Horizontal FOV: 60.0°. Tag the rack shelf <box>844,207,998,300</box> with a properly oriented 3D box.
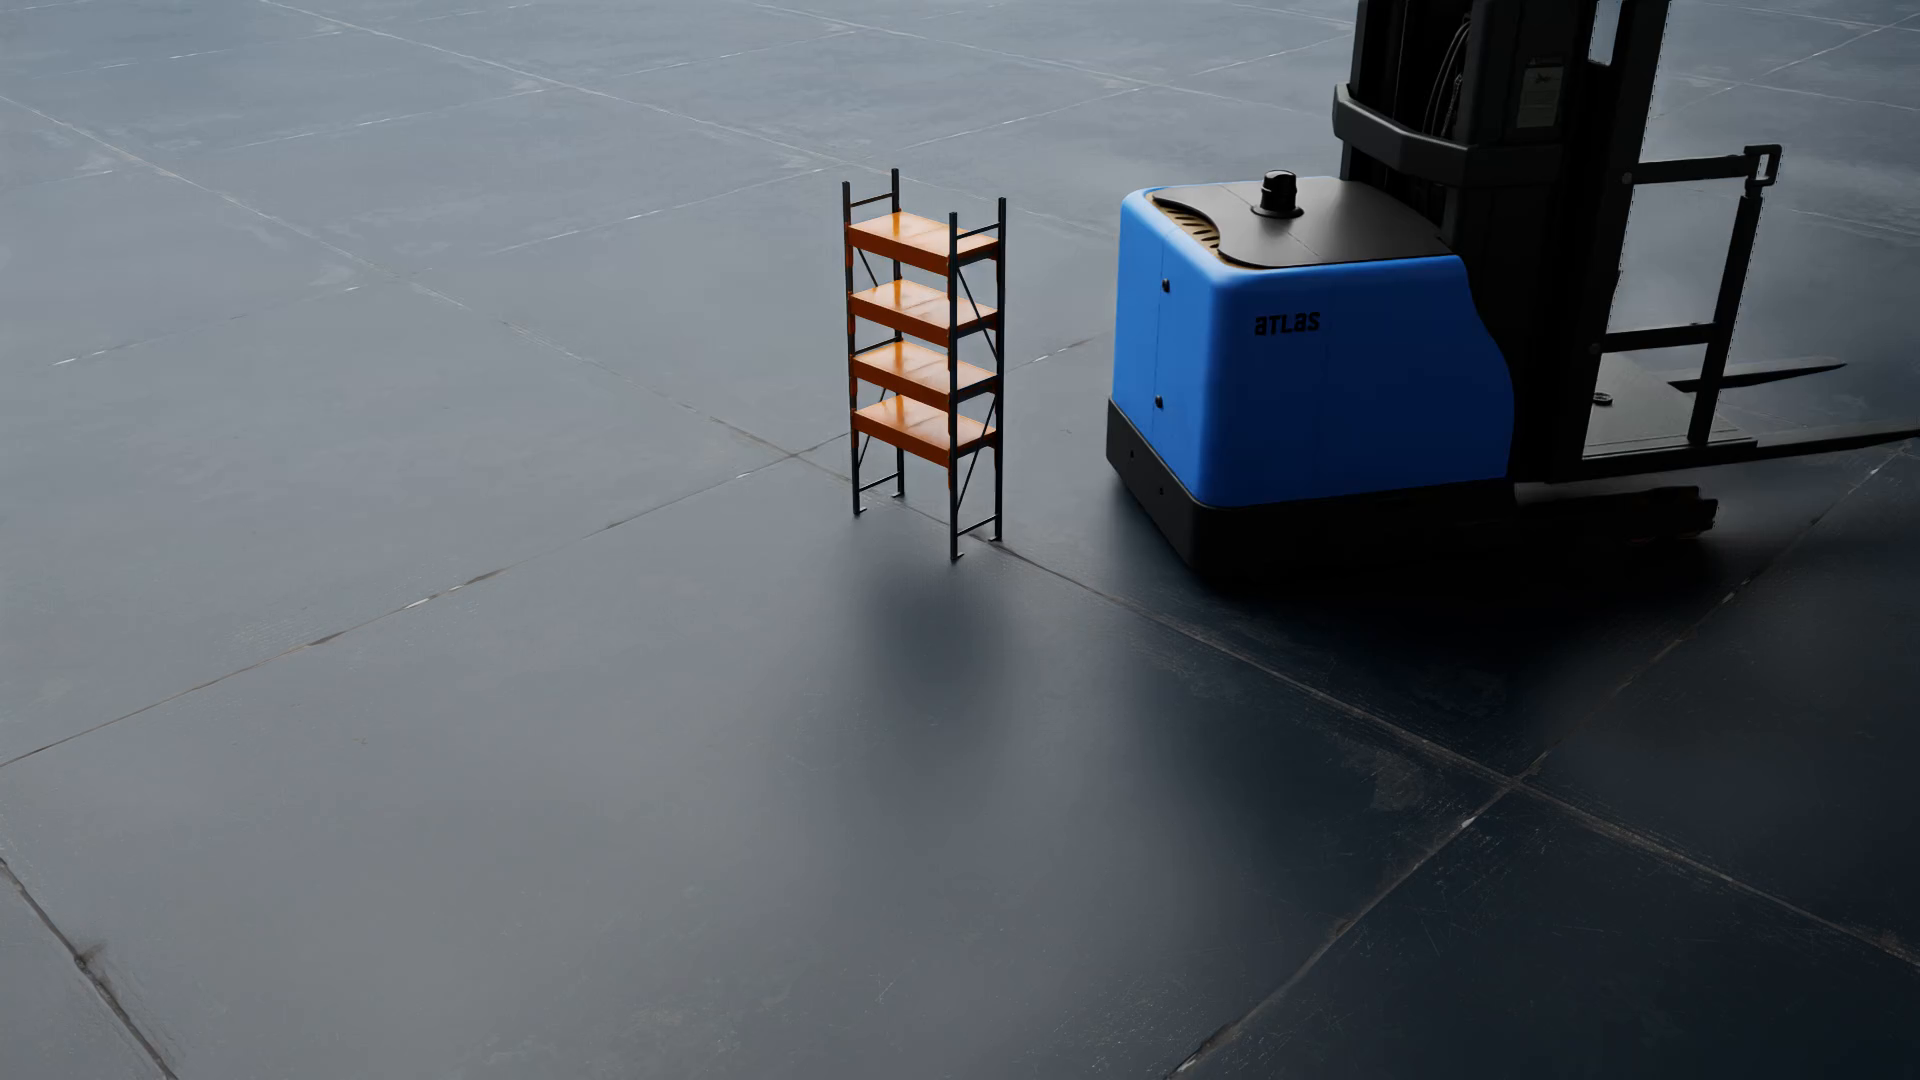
[{"bbox_3d":[-0.118,-0.933,5.391,0.480,0.148,0.258,25,36,38],"label":"rack shelf"}]

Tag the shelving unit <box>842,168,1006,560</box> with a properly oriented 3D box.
[{"bbox_3d":[-0.118,-0.585,5.573,0.503,1.200,0.258,25,36,38],"label":"shelving unit"}]

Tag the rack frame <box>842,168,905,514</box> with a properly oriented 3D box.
[{"bbox_3d":[-0.292,-0.665,5.725,0.015,1.200,0.240,25,36,38],"label":"rack frame"}]

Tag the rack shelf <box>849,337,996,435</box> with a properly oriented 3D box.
[{"bbox_3d":[-0.118,-0.526,5.605,0.480,0.148,0.258,25,36,38],"label":"rack shelf"}]

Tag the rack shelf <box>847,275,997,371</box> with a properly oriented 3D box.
[{"bbox_3d":[-0.118,-0.724,5.501,0.480,0.148,0.258,25,36,38],"label":"rack shelf"}]

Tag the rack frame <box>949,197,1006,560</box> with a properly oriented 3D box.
[{"bbox_3d":[0.056,-0.505,5.422,0.015,1.200,0.240,25,36,38],"label":"rack frame"}]

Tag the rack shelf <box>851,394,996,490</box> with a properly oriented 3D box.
[{"bbox_3d":[-0.118,-0.350,5.697,0.480,0.148,0.258,25,36,38],"label":"rack shelf"}]

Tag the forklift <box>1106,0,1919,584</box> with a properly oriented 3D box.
[{"bbox_3d":[2.116,-1.509,5.470,3.031,2.935,1.130,-6,28,-12],"label":"forklift"}]
